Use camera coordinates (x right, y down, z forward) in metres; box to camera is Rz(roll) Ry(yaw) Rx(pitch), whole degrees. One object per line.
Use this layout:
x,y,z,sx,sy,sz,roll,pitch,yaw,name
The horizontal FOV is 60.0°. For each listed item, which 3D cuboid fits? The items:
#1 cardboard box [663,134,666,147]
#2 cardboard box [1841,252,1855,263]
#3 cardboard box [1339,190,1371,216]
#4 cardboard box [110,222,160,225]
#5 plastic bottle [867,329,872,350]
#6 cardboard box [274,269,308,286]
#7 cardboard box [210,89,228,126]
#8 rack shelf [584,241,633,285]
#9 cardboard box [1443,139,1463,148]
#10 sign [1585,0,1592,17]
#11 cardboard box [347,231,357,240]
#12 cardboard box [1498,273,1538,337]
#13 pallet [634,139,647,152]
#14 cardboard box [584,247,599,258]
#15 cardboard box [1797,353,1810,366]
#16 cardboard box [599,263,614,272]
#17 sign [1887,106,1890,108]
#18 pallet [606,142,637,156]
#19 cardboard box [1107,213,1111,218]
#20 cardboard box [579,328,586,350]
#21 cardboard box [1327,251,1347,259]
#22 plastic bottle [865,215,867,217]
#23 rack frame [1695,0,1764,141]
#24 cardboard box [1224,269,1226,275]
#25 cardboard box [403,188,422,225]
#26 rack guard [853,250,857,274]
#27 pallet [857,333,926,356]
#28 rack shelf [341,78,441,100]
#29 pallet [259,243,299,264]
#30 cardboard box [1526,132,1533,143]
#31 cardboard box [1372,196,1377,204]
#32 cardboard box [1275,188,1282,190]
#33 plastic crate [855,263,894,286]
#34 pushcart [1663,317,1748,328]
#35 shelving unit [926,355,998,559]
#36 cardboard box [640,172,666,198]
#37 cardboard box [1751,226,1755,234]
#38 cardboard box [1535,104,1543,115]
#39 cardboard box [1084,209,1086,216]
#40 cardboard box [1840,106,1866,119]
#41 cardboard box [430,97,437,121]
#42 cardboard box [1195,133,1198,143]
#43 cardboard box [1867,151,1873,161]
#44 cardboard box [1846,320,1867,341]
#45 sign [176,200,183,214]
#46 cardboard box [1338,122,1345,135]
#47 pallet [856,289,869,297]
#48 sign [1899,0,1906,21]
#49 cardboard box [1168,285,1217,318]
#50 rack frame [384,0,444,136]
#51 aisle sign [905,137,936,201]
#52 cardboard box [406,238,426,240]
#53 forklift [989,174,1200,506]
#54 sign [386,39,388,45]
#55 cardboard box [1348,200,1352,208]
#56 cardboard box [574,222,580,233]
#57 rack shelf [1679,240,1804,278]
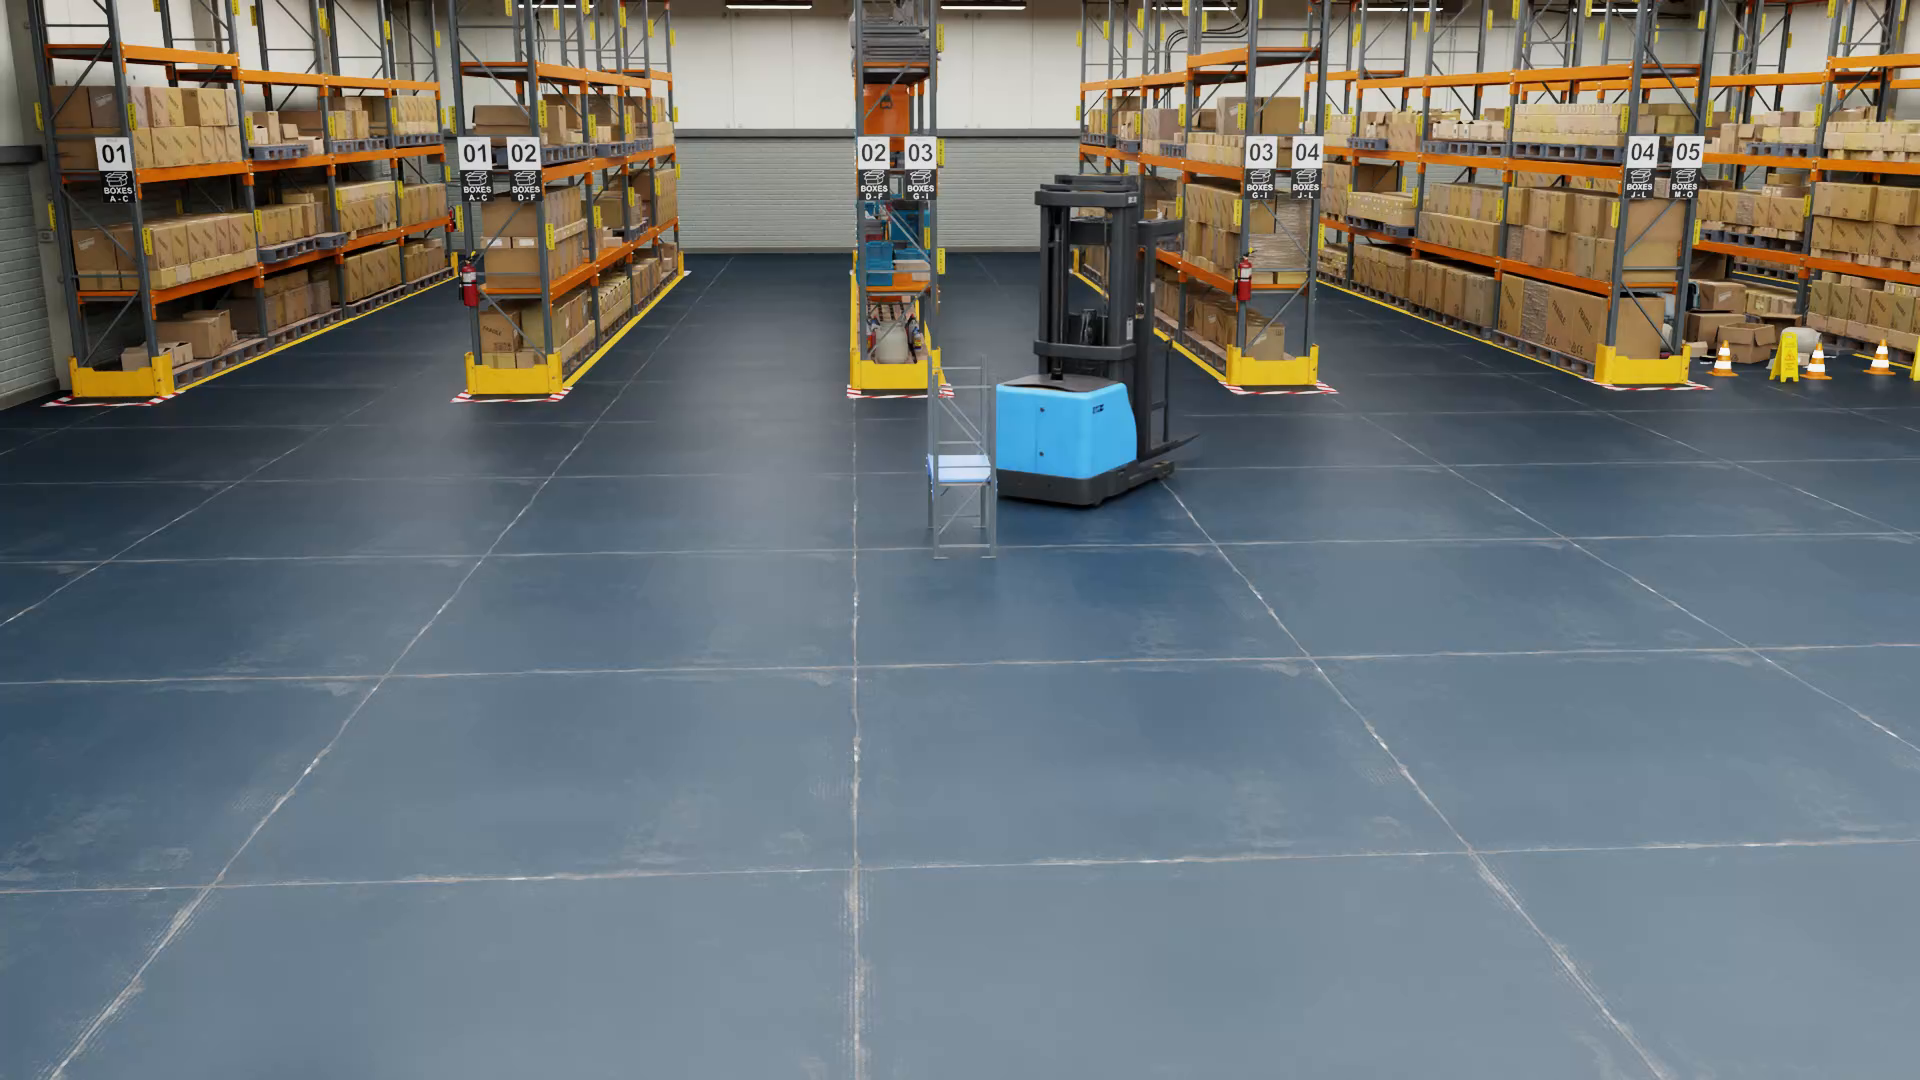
-6.357,-8.236,34.297,0.500,0.250,0.500,-1,14,-3,cardboard box
13.586,-4.279,25.140,0.380,0.149,0.250,0,14,-2,cardboard box
8.050,-6.870,33.909,0.500,0.500,0.500,-1,14,-3,cardboard box
-10.982,-3.964,22.170,0.500,0.500,0.500,-1,14,-5,cardboard box
-1.335,-2.856,23.691,0.152,0.276,0.135,-1,14,-3,plastic bottle
-11.109,-4.330,27.466,0.500,0.250,0.500,-1,14,-2,cardboard box
-10.584,-6.029,23.171,0.500,0.500,0.500,0,14,0,cardboard box
-6.111,-4.517,27.008,1.077,0.370,4.000,-1,14,-3,rack shelf
8.840,-7.214,29.823,0.500,0.500,0.500,-1,14,-3,cardboard box
9.413,-8.009,24.901,0.100,0.325,0.005,-1,14,-3,sign
-10.907,-5.389,29.417,0.380,0.149,0.250,0,14,-2,cardboard box
8.826,-3.589,25.376,0.875,0.875,0.875,-1,14,-3,cardboard box
-6.445,-7.298,30.730,1.213,0.211,1.003,-1,14,-3,pallet
-5.838,-4.470,25.885,0.380,0.149,0.250,-1,14,-3,cardboard box
11.942,-2.593,23.804,0.380,0.149,0.250,7,16,26,cardboard box
-6.535,-4.972,29.958,0.500,0.250,0.500,0,14,-1,cardboard box
18.804,-8.644,33.754,0.100,0.325,0.005,-1,14,-3,sign
-6.103,-6.557,27.850,1.213,0.211,1.003,0,14,-1,pallet
3.184,-6.440,32.836,0.500,0.500,0.500,-1,14,-3,cardboard box
-5.673,-2.880,23.874,0.500,0.250,0.500,-1,14,-3,cardboard box
7.955,-6.013,35.062,0.380,0.149,0.250,-2,15,-6,cardboard box
-1.867,-6.161,32.203,0.152,0.276,0.135,-1,14,-3,plastic bottle
13.544,-8.574,29.289,1.000,3.000,0.127,-1,14,-3,rack frame
3.869,-3.720,22.970,0.380,0.149,0.250,-1,14,-3,cardboard box
-11.484,-6.743,33.610,0.980,0.700,0.700,-1,14,-5,cardboard box
-1.801,-6.224,37.211,1.175,0.500,0.348,-1,14,-3,rack guard
-1.043,-2.926,24.974,1.003,0.211,1.213,-1,14,-3,pallet
-11.550,-9.141,33.742,1.077,0.370,4.000,-1,14,-3,rack shelf
-10.833,-4.390,25.455,1.003,0.211,1.213,-1,14,-3,pallet
8.573,-5.932,24.504,0.380,0.149,0.250,-1,14,-4,cardboard box
8.028,-6.438,31.494,0.380,0.149,0.250,0,14,-2,cardboard box
4.293,-4.716,23.533,0.500,0.500,0.500,-1,14,-3,cardboard box
-1.125,-3.497,21.896,0.499,0.251,0.616,-1,14,-3,plastic crate
11.519,-3.356,26.312,1.648,0.377,0.936,-6,16,-23,pushcart
0.005,-0.705,13.757,0.538,1.500,1.048,-1,14,-3,shelving unit
-6.295,-7.268,34.048,0.500,0.500,0.500,-1,14,-5,cardboard box
13.522,-5.200,27.878,0.380,0.149,0.250,-1,14,-5,cardboard box
8.589,-6.255,24.160,0.380,0.149,0.250,-1,14,-4,cardboard box
2.901,-7.097,36.096,0.380,0.149,0.250,-1,14,-4,cardboard box
17.920,-8.588,33.396,0.396,0.266,0.258,-1,14,-4,cardboard box
-11.357,-9.093,35.079,0.500,0.500,0.500,-1,14,-4,cardboard box
3.698,-5.943,24.585,0.380,0.149,0.250,-2,15,-6,cardboard box
13.633,-5.668,24.519,0.380,0.149,0.250,-1,14,-5,cardboard box
13.638,-3.130,24.846,0.500,0.250,0.500,-1,14,-4,cardboard box
-11.485,-4.842,24.503,0.100,0.325,0.005,-1,14,-3,sign
8.059,-8.424,34.025,0.500,0.250,0.500,-1,15,-6,cardboard box
-1.454,-4.586,31.428,1.003,0.211,1.213,-1,14,-3,pallet
14.334,-8.073,25.311,0.100,0.325,0.005,-1,14,-3,sign
3.838,-3.934,27.430,0.700,0.500,0.500,-2,15,-8,cardboard box
-11.674,-10.181,35.535,1.000,3.000,0.127,-1,14,-3,rack frame
-0.498,-4.695,21.036,0.394,0.787,0.004,-1,14,-3,aisle sign
-11.738,-6.438,35.900,0.380,0.149,0.250,-1,14,-3,cardboard box
1.464,-2.045,16.092,1.130,2.935,3.031,9,17,30,forklift
-12.229,-10.703,35.372,0.100,0.325,0.005,-1,14,-3,sign
7.927,-6.682,33.042,0.380,0.149,0.250,-1,14,-3,cardboard box
-5.724,-4.540,24.149,0.380,0.149,0.250,-1,14,-5,cardboard box
13.668,-4.822,28.193,1.077,0.370,4.000,-1,14,-3,rack shelf
